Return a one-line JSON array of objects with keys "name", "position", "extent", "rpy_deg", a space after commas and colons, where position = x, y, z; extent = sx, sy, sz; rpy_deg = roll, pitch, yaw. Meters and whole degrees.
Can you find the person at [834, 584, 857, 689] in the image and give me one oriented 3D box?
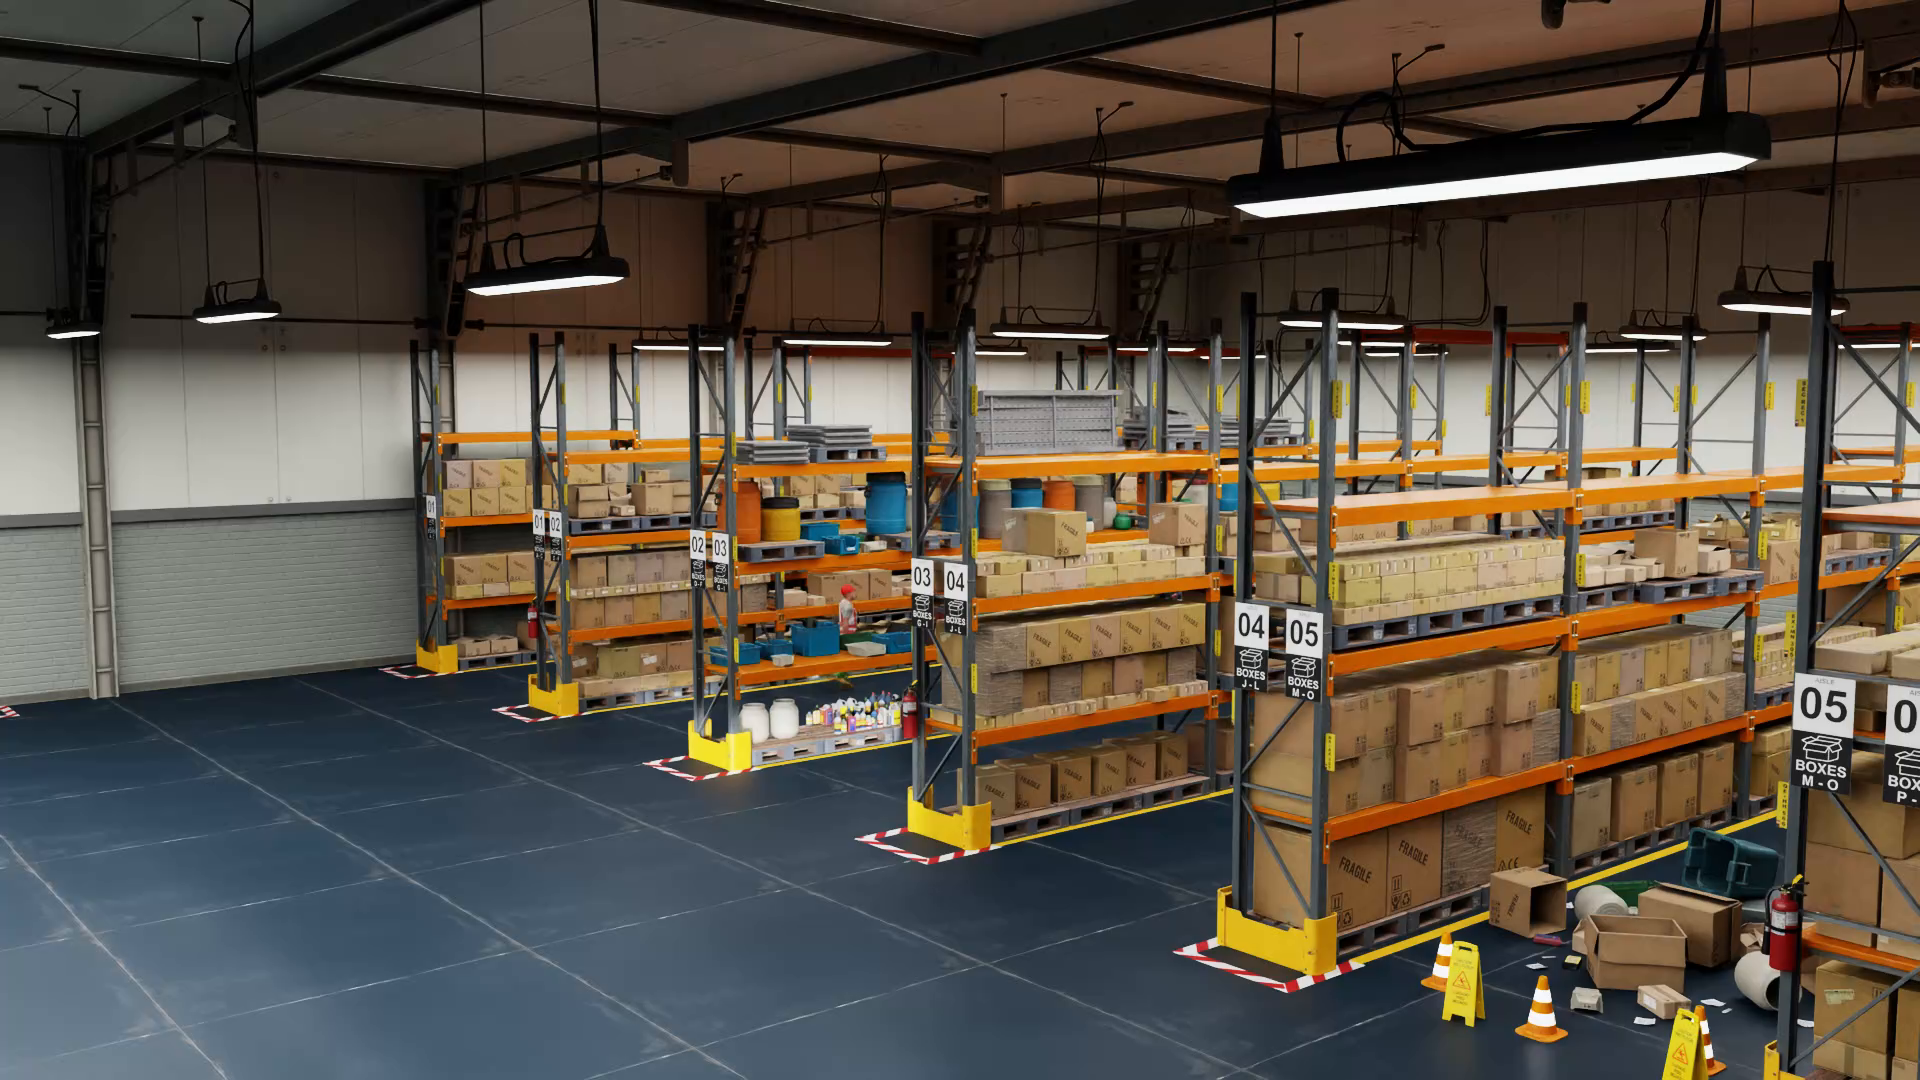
[{"name": "person", "position": [-1.971, 1.651, 28.343], "extent": [0.503, 1.781, 0.579], "rpy_deg": [-3, 6, -29]}]
